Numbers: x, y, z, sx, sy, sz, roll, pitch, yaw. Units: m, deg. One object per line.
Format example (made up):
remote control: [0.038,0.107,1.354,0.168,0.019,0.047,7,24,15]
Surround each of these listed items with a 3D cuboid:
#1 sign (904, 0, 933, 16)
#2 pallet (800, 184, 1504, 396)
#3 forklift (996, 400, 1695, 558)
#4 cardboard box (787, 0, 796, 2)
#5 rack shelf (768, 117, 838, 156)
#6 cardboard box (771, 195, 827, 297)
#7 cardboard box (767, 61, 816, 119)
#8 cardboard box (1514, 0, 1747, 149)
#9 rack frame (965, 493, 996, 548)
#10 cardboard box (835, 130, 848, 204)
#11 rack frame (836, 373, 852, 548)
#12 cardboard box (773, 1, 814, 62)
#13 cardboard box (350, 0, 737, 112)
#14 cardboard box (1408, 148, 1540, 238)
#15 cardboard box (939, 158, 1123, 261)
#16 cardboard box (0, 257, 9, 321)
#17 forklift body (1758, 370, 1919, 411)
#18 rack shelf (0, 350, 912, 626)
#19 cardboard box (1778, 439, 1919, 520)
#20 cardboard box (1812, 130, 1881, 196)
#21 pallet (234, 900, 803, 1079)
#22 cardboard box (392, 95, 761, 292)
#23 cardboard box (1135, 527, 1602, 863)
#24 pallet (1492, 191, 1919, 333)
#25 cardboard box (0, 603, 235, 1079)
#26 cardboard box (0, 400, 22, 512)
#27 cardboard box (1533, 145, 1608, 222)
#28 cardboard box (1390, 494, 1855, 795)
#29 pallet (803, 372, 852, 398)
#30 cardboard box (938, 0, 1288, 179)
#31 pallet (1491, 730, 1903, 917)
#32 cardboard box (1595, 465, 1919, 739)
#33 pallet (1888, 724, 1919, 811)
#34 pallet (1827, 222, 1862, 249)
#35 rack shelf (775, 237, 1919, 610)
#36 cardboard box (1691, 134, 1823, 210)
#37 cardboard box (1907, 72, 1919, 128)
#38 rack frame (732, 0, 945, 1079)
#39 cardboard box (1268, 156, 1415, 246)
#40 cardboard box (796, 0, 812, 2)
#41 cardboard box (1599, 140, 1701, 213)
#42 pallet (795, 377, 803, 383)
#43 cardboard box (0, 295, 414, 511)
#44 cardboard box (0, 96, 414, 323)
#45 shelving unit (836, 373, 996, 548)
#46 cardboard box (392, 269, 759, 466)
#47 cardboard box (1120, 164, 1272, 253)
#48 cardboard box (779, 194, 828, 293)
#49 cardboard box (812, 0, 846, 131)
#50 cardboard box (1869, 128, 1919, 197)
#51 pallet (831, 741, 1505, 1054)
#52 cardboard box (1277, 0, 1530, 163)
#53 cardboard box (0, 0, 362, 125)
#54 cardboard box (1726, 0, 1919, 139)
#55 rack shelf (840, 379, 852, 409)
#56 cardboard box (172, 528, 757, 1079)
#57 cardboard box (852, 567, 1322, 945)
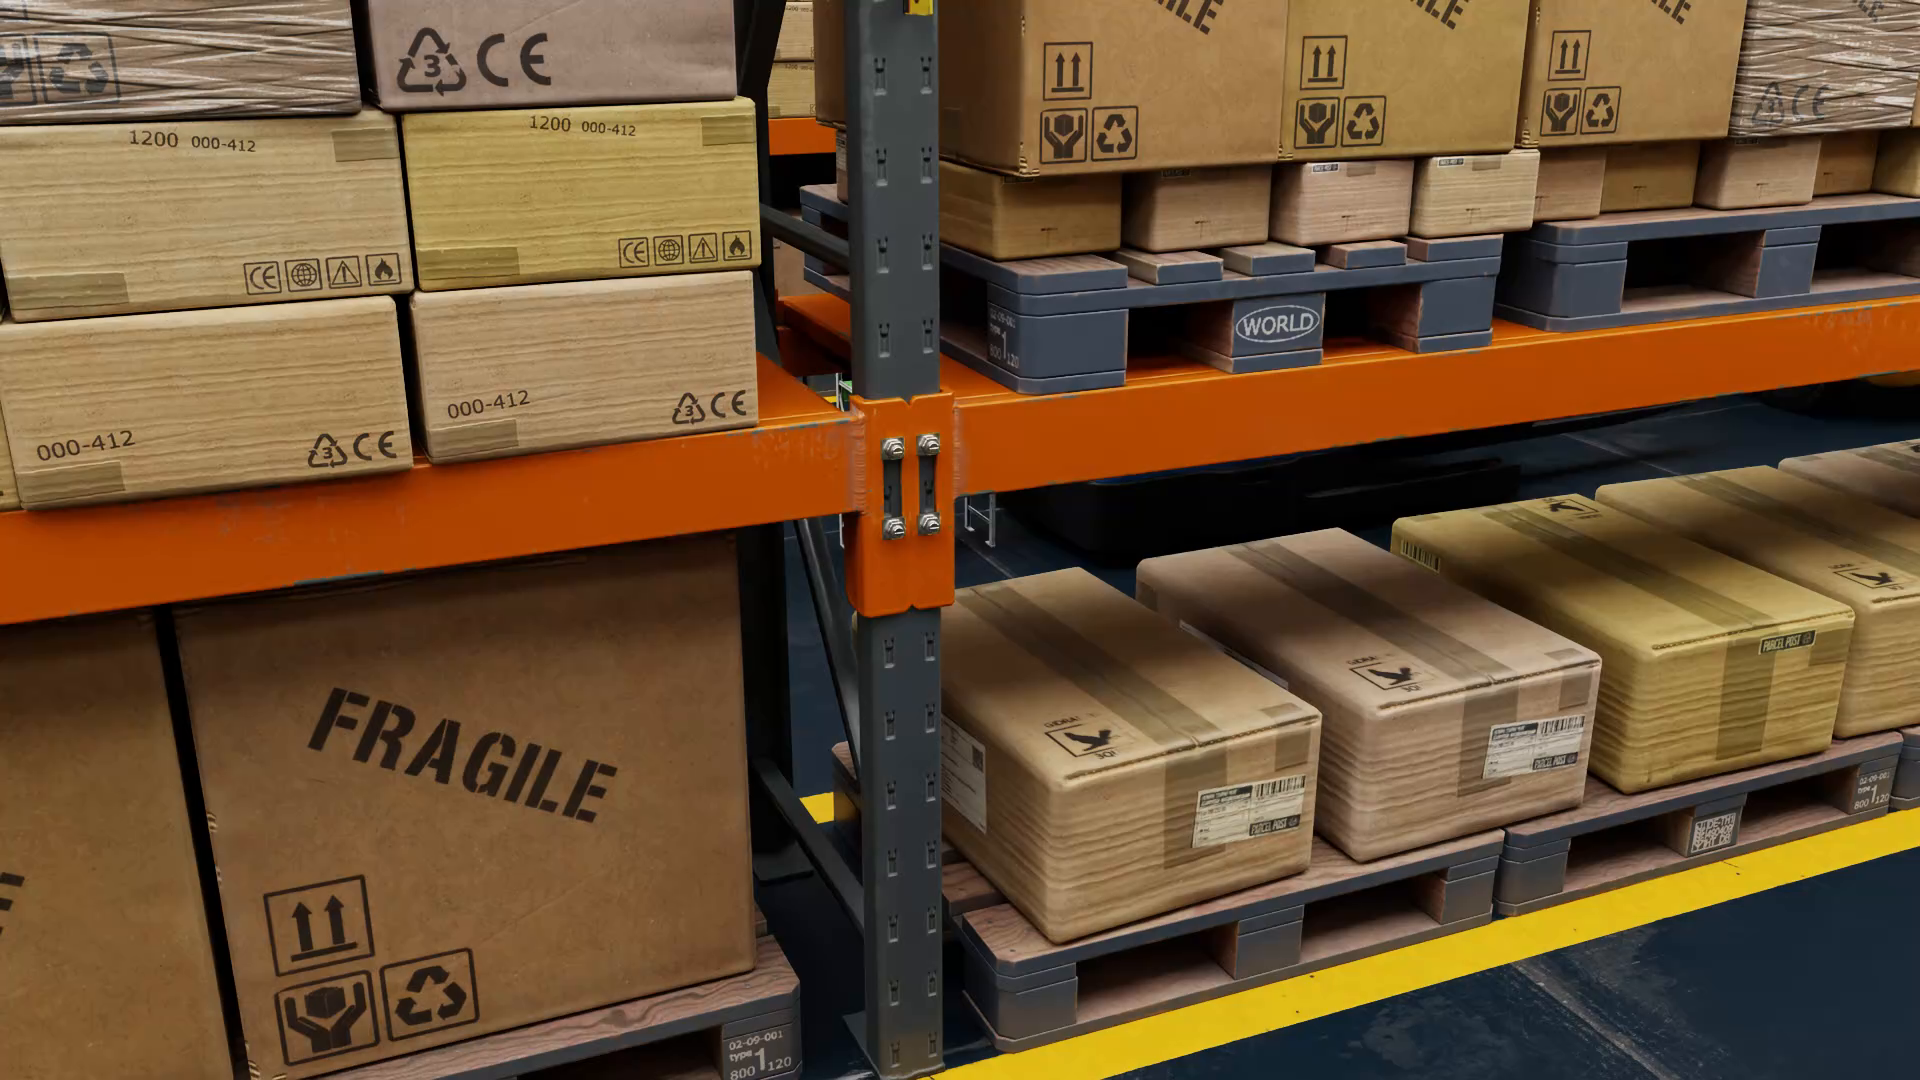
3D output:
sign: [-0.061,-0.927,2.395,0.005,0.325,0.100,-8,21,-22]
pallet: [0.328,-0.585,3.457,1.003,0.211,1.213,-8,21,-22]
forklift: [1.591,-1.637,6.259,3.031,2.935,1.130,-9,21,-24]
cardboard box: [-0.920,-2.526,7.551,0.250,0.149,0.380,-8,21,-21]
rack shelf: [-0.417,-1.987,8.231,4.000,0.370,1.077,-8,21,-22]
cardboard box: [-1.079,-1.307,8.161,0.625,0.625,0.875,-7,21,-20]
cardboard box: [-0.816,-2.111,7.726,0.500,0.250,0.500,-9,21,-24]
cardboard box: [1.181,-1.066,3.304,0.500,0.500,0.500,-8,21,-21]
rack frame: [0.072,-0.576,5.852,0.015,1.200,0.240,-8,21,-22]
cardboard box: [-0.077,-0.744,3.365,0.250,0.149,0.380,-7,21,-20]
rack frame: [-0.376,-0.512,5.670,0.015,1.200,0.240,-8,21,-22]
cardboard box: [-0.802,-2.341,7.626,0.500,0.250,0.500,-9,21,-23]
cardboard box: [-0.655,-0.921,2.464,0.500,0.500,0.500,-9,21,-23]
cardboard box: [0.891,-0.694,3.223,0.250,0.149,0.380,-8,21,-22]
cardboard box: [0.088,-0.615,2.999,0.250,0.149,0.380,-9,22,-25]
cardboard box: [-1.560,-0.431,2.204,0.500,0.250,0.500,-9,21,-23]
forklift body: [4.073,-1.909,8.206,1.214,2.155,2.313,-8,21,-22]
rack shelf: [-2.121,0.053,2.439,4.000,0.370,1.077,-8,21,-22]
cardboard box: [2.908,0.035,4.730,0.625,0.372,0.950,-8,21,-21]
cardboard box: [1.800,-0.870,3.724,0.250,0.149,0.380,-9,21,-24]
pallet: [-1.038,0.846,3.301,1.213,0.211,1.003,-8,21,-22]
cardboard box: [-0.628,-0.574,2.608,0.500,0.250,0.500,-8,21,-22]
cardboard box: [0.913,0.321,3.919,0.625,0.372,0.950,-9,21,-23]
pallet: [1.517,-0.732,3.874,1.213,0.211,1.003,-8,21,-22]
cardboard box: [-1.772,0.436,2.834,0.875,0.875,0.875,-8,21,-21]
cardboard box: [-1.577,-0.200,2.299,0.500,0.250,0.500,-8,21,-22]
cardboard box: [1.081,-0.750,3.380,0.250,0.149,0.380,-7,21,-19]
cardboard box: [1.611,0.223,4.197,0.625,0.372,0.950,-7,21,-20]
pallet: [-0.364,-1.003,8.553,1.213,0.211,1.003,-8,21,-22]
cardboard box: [0.221,-0.924,2.899,0.500,0.500,0.500,-9,21,-23]
pallet: [1.552,0.504,4.273,1.213,0.211,1.003,-8,21,-22]
cardboard box: [2.249,0.131,4.458,0.625,0.372,0.950,-7,21,-19]
pallet: [2.674,0.342,4.732,1.213,0.211,1.003,-8,21,-22]
pallet: [2.629,-0.929,4.434,1.213,0.211,1.003,-8,21,-22]
rack shelf: [1.552,-0.473,3.933,4.000,0.370,1.077,-8,21,-22]
cardboard box: [1.591,-0.813,3.561,0.250,0.149,0.380,-7,21,-20]
cardboard box: [2.124,-1.199,3.680,0.500,0.500,0.500,-7,21,-20]
rack frame: [-0.284,-0.550,3.067,0.127,3.000,1.000,-8,21,-22]
cardboard box: [0.630,-0.664,3.138,0.250,0.149,0.380,-10,22,-25]
cardboard box: [-0.664,-2.541,7.595,0.250,0.149,0.380,-8,21,-21]
cardboard box: [1.325,-0.799,3.520,0.250,0.149,0.380,-7,21,-20]
pallet: [-1.483,-0.844,8.101,1.213,0.211,1.003,-8,21,-22]
cardboard box: [-1.109,-0.261,2.473,0.500,0.250,0.500,-8,21,-21]
cardboard box: [-1.098,-0.505,2.413,0.500,0.250,0.500,-9,21,-23]
shelving unit: [-0.152,-0.544,5.761,0.503,1.200,0.258,-8,21,-22]
cardboard box: [-0.646,-0.333,2.678,0.500,0.250,0.500,-9,21,-24]
cardboard box: [0.361,-0.642,3.076,0.250,0.149,0.380,-10,22,-25]
cardboard box: [-0.461,-1.396,8.413,0.625,0.625,0.875,-9,21,-24]
cardboard box: [0.023,-1.080,3.342,0.500,0.500,0.500,-9,21,-23]
cardboard box: [2.083,-0.874,3.733,0.250,0.149,0.380,-8,21,-22]
pallet: [0.434,0.663,3.821,1.213,0.211,1.003,-8,21,-22]
cardboard box: [0.696,-0.995,3.100,0.500,0.500,0.500,-7,21,-19]
cardboard box: [-1.123,-0.851,2.266,0.500,0.500,0.500,-8,21,-21]
cardboard box: [1.643,-1.130,3.484,0.500,0.500,0.500,-9,21,-24]
rack shelf: [-0.152,-0.484,5.782,0.480,0.148,0.258,-8,21,-22]
cardboard box: [-0.951,0.320,3.164,0.875,0.875,0.875,-8,21,-22]
cardboard box: [0.238,0.420,3.636,0.625,0.372,0.950,-10,22,-26]
